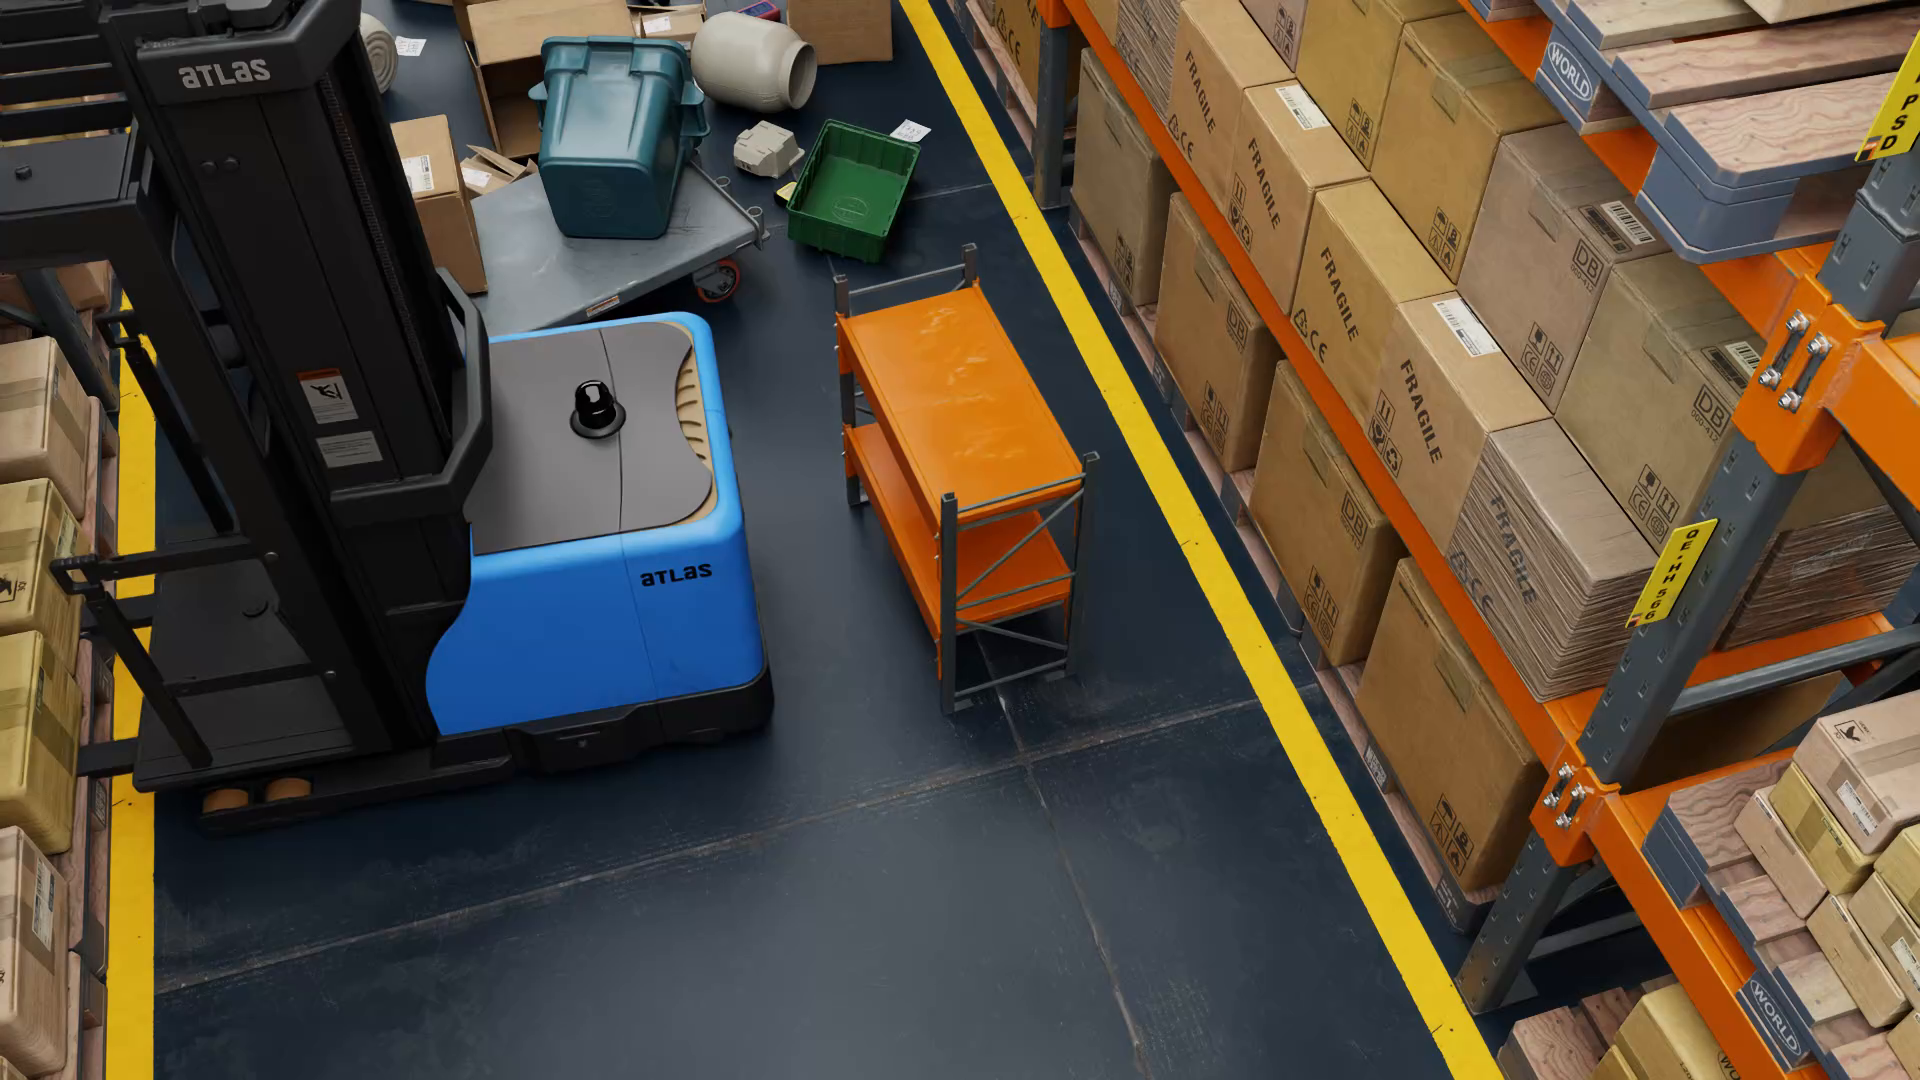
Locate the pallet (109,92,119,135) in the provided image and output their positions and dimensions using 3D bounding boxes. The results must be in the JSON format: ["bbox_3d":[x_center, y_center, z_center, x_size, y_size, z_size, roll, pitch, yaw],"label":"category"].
[{"bbox_3d":[-4.468,-1.886,7.702,1.003,0.211,1.213,-13,51,-11],"label":"pallet"}]

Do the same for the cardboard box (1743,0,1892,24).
[{"bbox_3d":[1.623,-1.128,3.090,0.380,0.166,0.250,-13,51,-11],"label":"cardboard box"}]

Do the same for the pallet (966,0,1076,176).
[{"bbox_3d":[0.677,-2.277,8.031,1.003,0.211,1.213,-13,51,-11],"label":"pallet"}]

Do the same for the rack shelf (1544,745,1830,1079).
[{"bbox_3d":[2.602,2.012,3.063,1.077,0.370,4.000,-13,51,-11],"label":"rack shelf"}]

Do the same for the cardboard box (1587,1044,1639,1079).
[{"bbox_3d":[1.976,1.564,4.330,0.500,0.500,0.500,-15,52,-13],"label":"cardboard box"}]

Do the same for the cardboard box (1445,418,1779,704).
[{"bbox_3d":[1.621,0.019,4.207,0.500,0.500,0.500,-13,51,-11],"label":"cardboard box"}]

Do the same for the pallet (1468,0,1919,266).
[{"bbox_3d":[1.769,-1.045,3.331,1.213,0.211,1.003,-11,51,-9],"label":"pallet"}]

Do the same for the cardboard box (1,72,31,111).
[{"bbox_3d":[-3.767,-1.706,6.335,0.380,0.149,0.250,-13,51,-10],"label":"cardboard box"}]

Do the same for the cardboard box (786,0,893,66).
[{"bbox_3d":[-0.612,-2.699,8.197,0.500,0.500,0.500,-6,50,-5],"label":"cardboard box"}]

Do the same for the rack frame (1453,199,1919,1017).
[{"bbox_3d":[2.011,0.319,4.019,1.000,3.000,0.127,-13,51,-11],"label":"rack frame"}]

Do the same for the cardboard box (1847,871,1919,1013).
[{"bbox_3d":[2.044,0.765,3.338,0.380,0.149,0.250,-11,51,-9],"label":"cardboard box"}]

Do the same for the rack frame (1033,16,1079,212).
[{"bbox_3d":[0.828,-2.602,6.482,1.000,3.000,0.127,-13,51,-11],"label":"rack frame"}]

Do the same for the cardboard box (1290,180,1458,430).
[{"bbox_3d":[1.327,-0.711,4.822,0.500,0.500,0.500,-14,51,-12],"label":"cardboard box"}]

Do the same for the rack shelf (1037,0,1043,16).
[{"bbox_3d":[0.236,-3.831,7.988,1.077,0.370,4.000,-13,51,-11],"label":"rack shelf"}]

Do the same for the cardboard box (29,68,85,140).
[{"bbox_3d":[-3.957,-1.780,6.822,0.500,0.500,0.500,-11,51,-10],"label":"cardboard box"}]

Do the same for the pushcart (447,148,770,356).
[{"bbox_3d":[-1.708,-1.116,6.944,1.648,0.377,0.936,-30,56,-23],"label":"pushcart"}]

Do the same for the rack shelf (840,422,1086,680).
[{"bbox_3d":[-0.007,-0.043,5.859,0.538,0.278,1.000,-16,52,-14],"label":"rack shelf"}]

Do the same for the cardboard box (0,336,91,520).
[{"bbox_3d":[-3.714,-0.315,5.998,0.950,0.372,0.625,-13,51,-11],"label":"cardboard box"}]

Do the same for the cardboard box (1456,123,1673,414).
[{"bbox_3d":[1.736,-0.735,4.188,0.700,0.500,0.500,-14,51,-12],"label":"cardboard box"}]

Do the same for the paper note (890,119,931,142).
[{"bbox_3d":[-0.236,-1.932,7.858,0.142,0.020,0.147,26,55,20],"label":"paper note"}]

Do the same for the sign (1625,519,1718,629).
[{"bbox_3d":[1.481,0.074,3.469,0.100,0.325,0.005,-13,51,-11],"label":"sign"}]

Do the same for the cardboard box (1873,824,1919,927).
[{"bbox_3d":[2.044,0.650,3.241,0.380,0.149,0.250,-15,51,-12],"label":"cardboard box"}]

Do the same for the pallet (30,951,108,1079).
[{"bbox_3d":[-2.918,1.840,4.561,1.003,0.211,1.213,-13,51,-11],"label":"pallet"}]

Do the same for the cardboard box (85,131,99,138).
[{"bbox_3d":[-3.956,-1.538,7.108,0.500,0.250,0.500,-11,51,-9],"label":"cardboard box"}]

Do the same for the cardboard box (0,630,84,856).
[{"bbox_3d":[-3.291,0.717,5.128,0.950,0.372,0.625,-12,51,-10],"label":"cardboard box"}]

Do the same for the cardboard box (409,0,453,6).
[{"bbox_3d":[-2.737,-2.912,8.607,0.380,0.149,0.250,10,51,8],"label":"cardboard box"}]

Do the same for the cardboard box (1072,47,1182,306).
[{"bbox_3d":[1.097,-1.580,6.816,1.050,0.750,0.750,-14,51,-11],"label":"cardboard box"}]

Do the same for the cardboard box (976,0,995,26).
[{"bbox_3d":[0.438,-3.186,8.089,0.875,0.875,0.875,-13,51,-11],"label":"cardboard box"}]

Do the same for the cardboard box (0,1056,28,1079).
[{"bbox_3d":[-2.846,1.809,4.207,0.950,0.372,0.625,-16,52,-13],"label":"cardboard box"}]

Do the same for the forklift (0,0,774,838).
[{"bbox_3d":[-2.206,-0.428,4.694,3.031,2.935,1.130,-9,50,-8],"label":"forklift"}]

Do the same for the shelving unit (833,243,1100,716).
[{"bbox_3d":[-0.005,-0.198,5.670,0.538,1.125,1.048,-16,52,-14],"label":"shelving unit"}]

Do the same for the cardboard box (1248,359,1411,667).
[{"bbox_3d":[1.655,-0.194,5.648,1.050,0.750,0.750,-13,51,-10],"label":"cardboard box"}]

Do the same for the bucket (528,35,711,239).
[{"bbox_3d":[-1.415,-1.615,6.797,0.726,0.611,0.620,2,60,2],"label":"bucket"}]

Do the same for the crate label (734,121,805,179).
[{"bbox_3d":[-0.901,-1.806,7.683,0.250,0.136,0.298,26,55,20],"label":"crate label"}]

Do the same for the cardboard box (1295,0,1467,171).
[{"bbox_3d":[1.431,-1.482,4.818,0.700,0.500,0.500,-14,51,-11],"label":"cardboard box"}]

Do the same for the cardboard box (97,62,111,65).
[{"bbox_3d":[-4.252,-2.289,7.742,0.500,0.250,0.500,-15,51,-12],"label":"cardboard box"}]

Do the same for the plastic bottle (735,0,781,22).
[{"bbox_3d":[-1.064,-2.648,8.443,0.283,0.061,0.133,-30,56,-23],"label":"plastic bottle"}]

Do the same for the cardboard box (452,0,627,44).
[{"bbox_3d":[-2.116,-2.816,8.295,0.637,0.503,0.797,26,55,20],"label":"cardboard box"}]

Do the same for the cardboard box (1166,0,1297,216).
[{"bbox_3d":[1.021,-1.455,5.450,0.500,0.500,0.500,-14,51,-11],"label":"cardboard box"}]

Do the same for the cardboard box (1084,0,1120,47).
[{"bbox_3d":[0.726,-2.190,6.069,0.500,0.500,0.500,-13,51,-11],"label":"cardboard box"}]

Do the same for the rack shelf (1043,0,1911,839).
[{"bbox_3d":[1.419,-0.910,5.526,1.077,0.370,4.000,-13,51,-11],"label":"rack shelf"}]

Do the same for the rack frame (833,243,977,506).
[{"bbox_3d":[-0.186,-0.566,5.972,0.500,1.125,0.032,-16,52,-14],"label":"rack frame"}]

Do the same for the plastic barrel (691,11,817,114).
[{"bbox_3d":[-0.973,-2.254,7.873,0.512,0.421,0.421,18,52,14],"label":"plastic barrel"}]

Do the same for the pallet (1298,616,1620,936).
[{"bbox_3d":[1.849,0.625,5.585,1.003,0.211,1.213,-13,51,-11],"label":"pallet"}]

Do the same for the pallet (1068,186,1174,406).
[{"bbox_3d":[1.128,-1.157,7.087,1.003,0.211,1.213,-13,51,-11],"label":"pallet"}]

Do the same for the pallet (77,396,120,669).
[{"bbox_3d":[-3.639,0.058,6.063,1.003,0.211,1.213,-13,51,-11],"label":"pallet"}]

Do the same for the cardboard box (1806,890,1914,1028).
[{"bbox_3d":[2.029,0.833,3.475,0.380,0.149,0.250,-11,51,-9],"label":"cardboard box"}]
